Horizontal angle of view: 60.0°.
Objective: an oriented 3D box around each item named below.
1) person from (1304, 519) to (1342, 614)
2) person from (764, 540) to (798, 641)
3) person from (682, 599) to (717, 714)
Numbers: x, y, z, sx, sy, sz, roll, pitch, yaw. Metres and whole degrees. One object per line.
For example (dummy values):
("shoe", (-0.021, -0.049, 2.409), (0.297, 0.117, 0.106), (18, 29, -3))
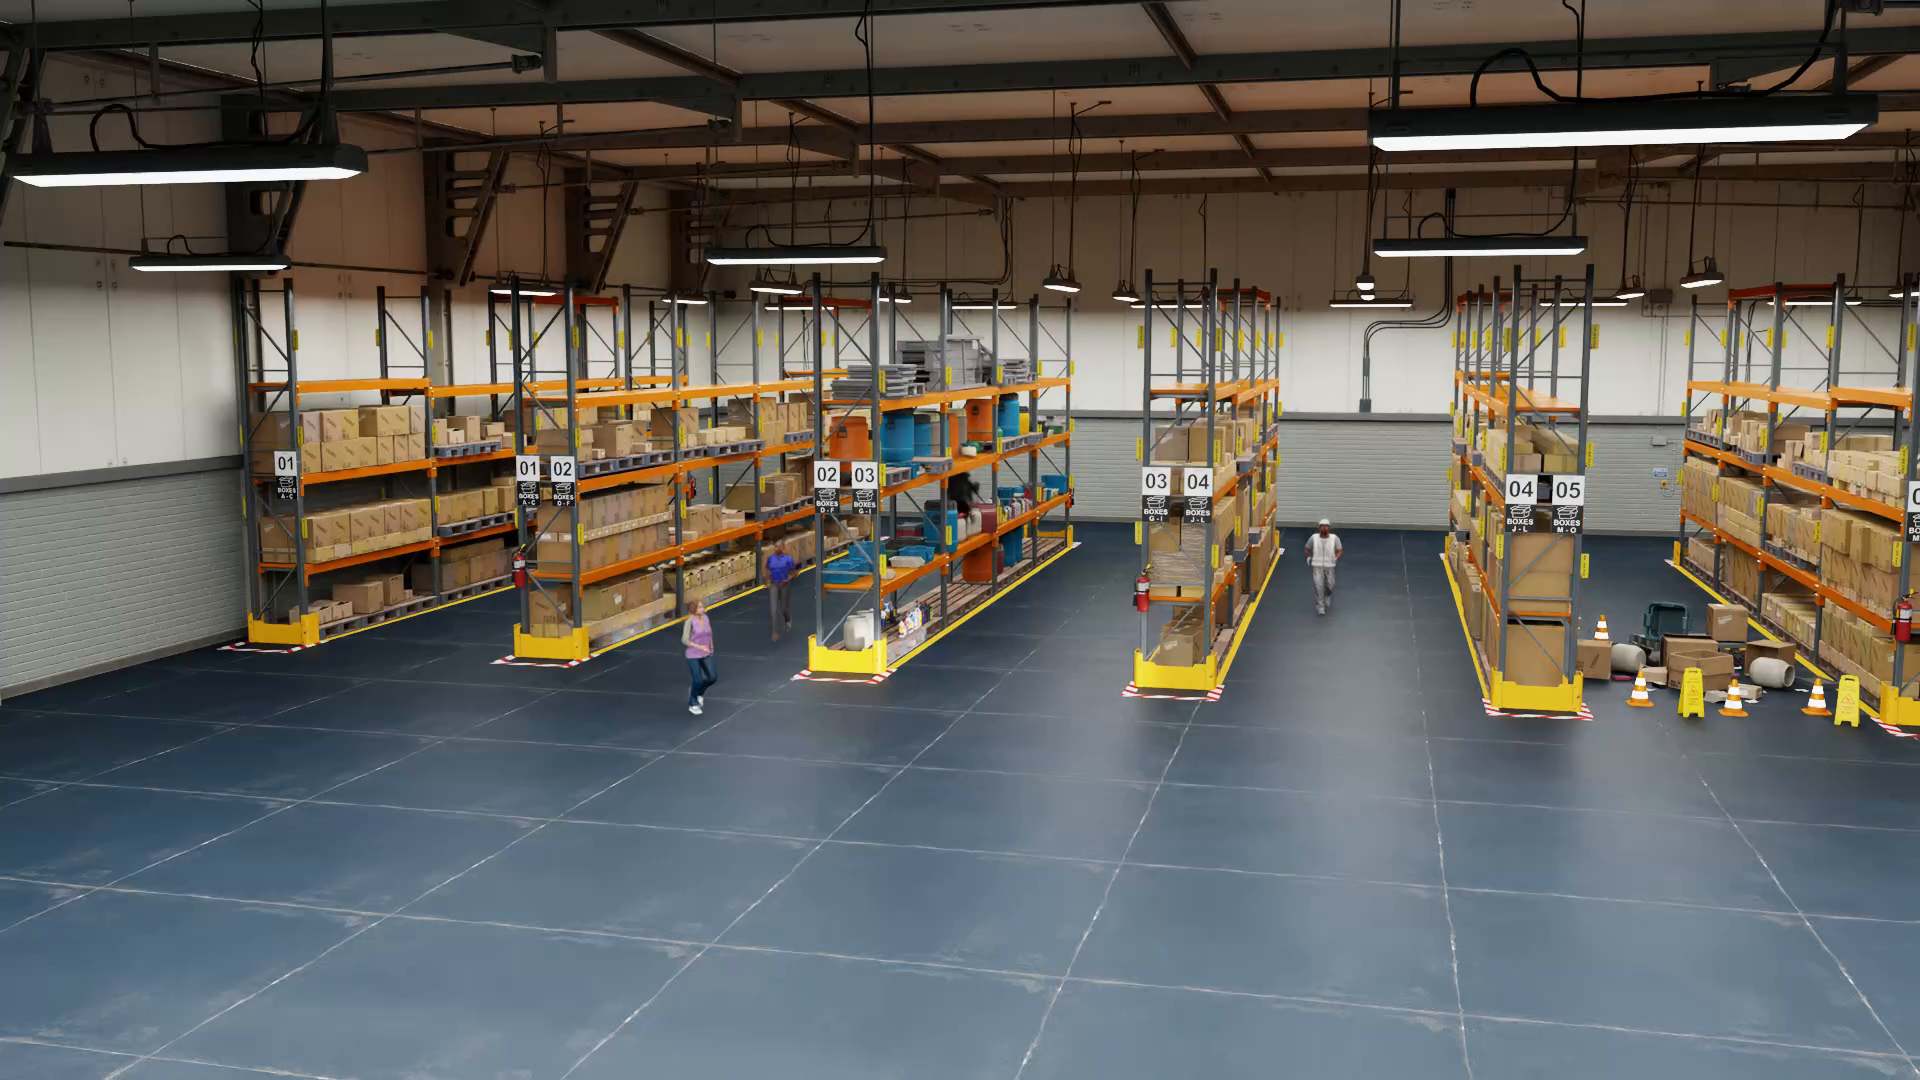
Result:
("person", (6.670, 0.481, 30.565), (0.689, 1.739, 0.730), (1, 7, 11))
("person", (-3.030, 0.826, 28.053), (0.596, 1.661, 0.818), (1, 7, 6))
("person", (-3.455, 1.561, 22.262), (0.545, 1.559, 0.566), (6, 9, 43))
